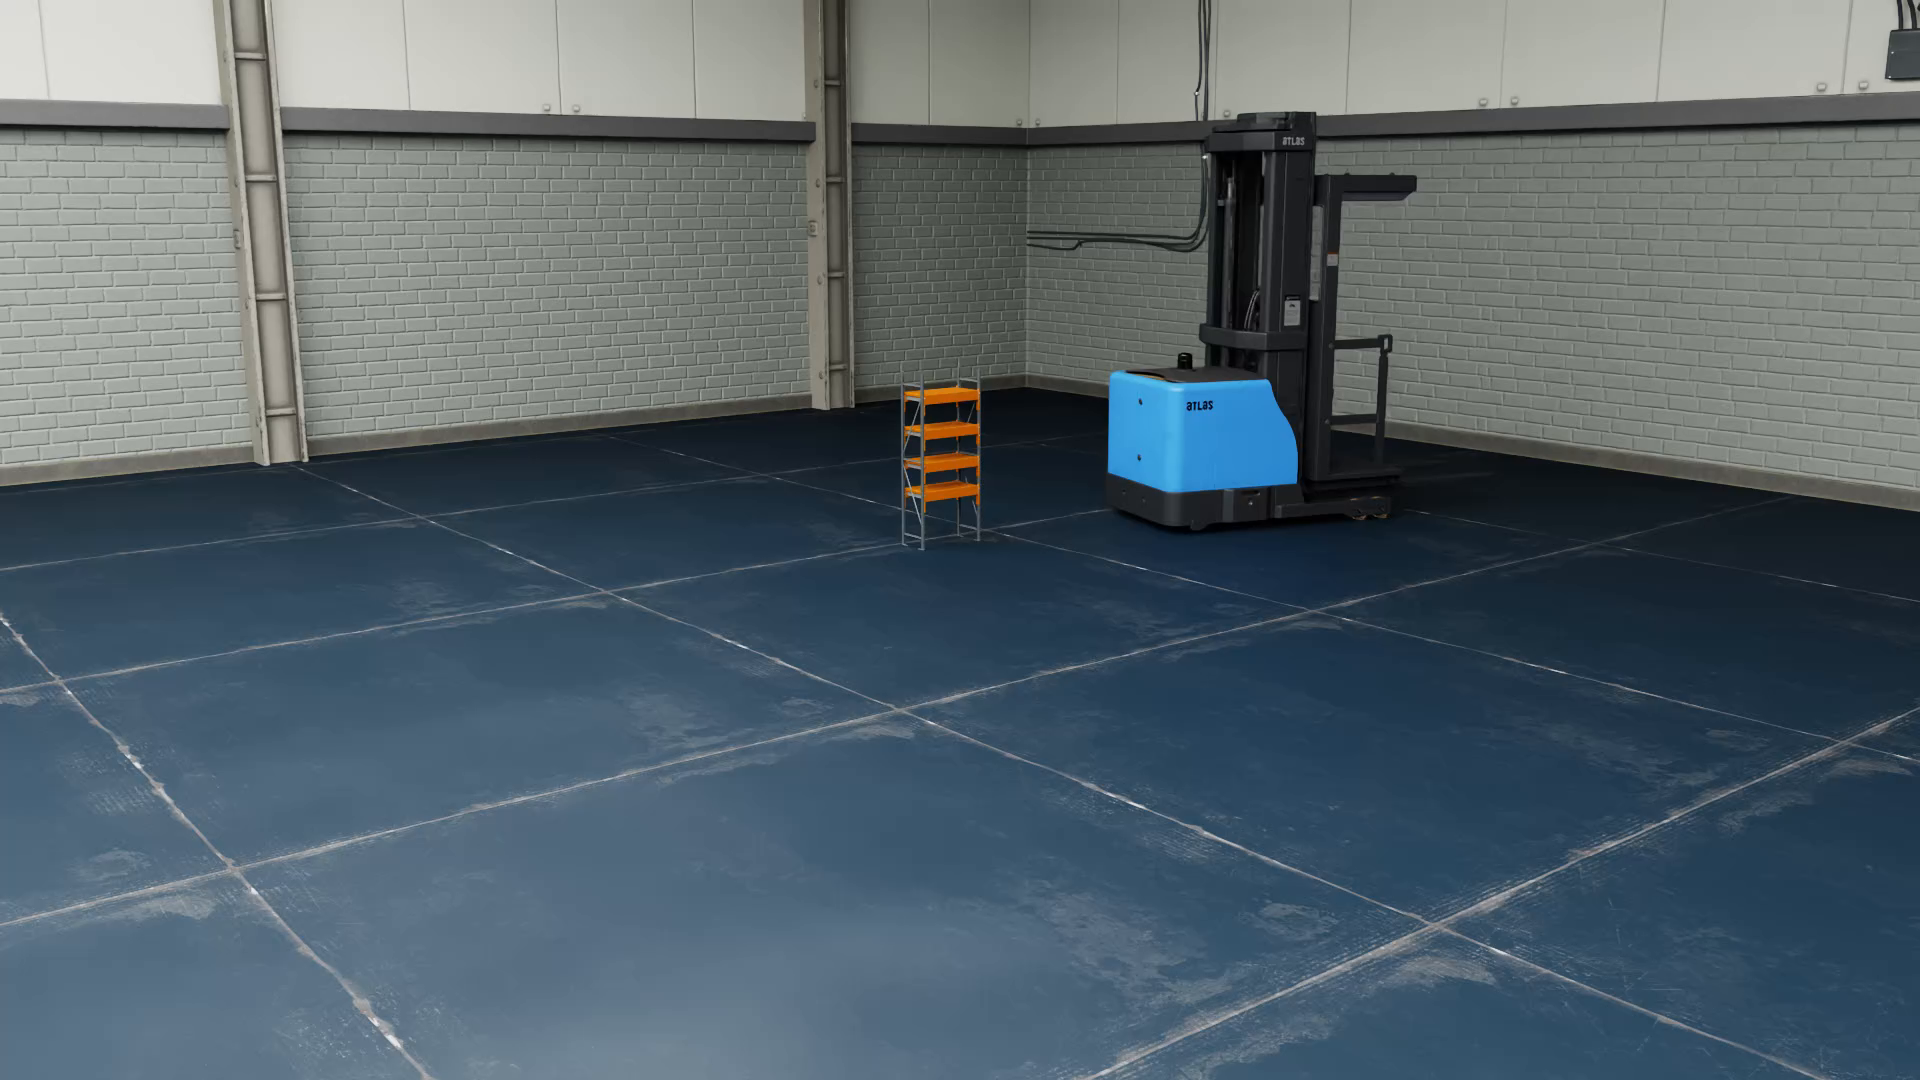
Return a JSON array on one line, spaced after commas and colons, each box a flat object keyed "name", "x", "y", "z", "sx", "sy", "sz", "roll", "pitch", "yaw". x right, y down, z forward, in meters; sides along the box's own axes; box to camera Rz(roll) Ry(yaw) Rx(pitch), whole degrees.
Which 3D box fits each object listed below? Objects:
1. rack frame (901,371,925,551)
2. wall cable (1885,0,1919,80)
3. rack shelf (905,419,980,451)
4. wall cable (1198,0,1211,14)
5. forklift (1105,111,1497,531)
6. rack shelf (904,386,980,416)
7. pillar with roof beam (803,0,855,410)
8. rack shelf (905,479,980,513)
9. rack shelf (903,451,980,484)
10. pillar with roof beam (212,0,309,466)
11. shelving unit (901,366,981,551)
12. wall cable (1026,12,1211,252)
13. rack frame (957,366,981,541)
[{"name": "rack frame", "x": -0.320, "y": -0.534, "z": 11.254, "sx": 0.015, "sy": 1.200, "sz": 0.240, "roll": -9, "pitch": 15, "yaw": -38}, {"name": "wall cable", "x": 7.621, "y": -6.179, "z": 10.877, "sx": 0.169, "sy": 6.003, "sz": 2.305, "roll": -9, "pitch": 15, "yaw": -38}, {"name": "rack shelf", "x": -0.129, "y": -0.718, "z": 11.371, "sx": 0.480, "sy": 0.148, "sz": 0.258, "roll": -9, "pitch": 15, "yaw": -38}, {"name": "wall cable", "x": 3.392, "y": -6.570, "z": 16.223, "sx": 0.112, "sy": 2.526, "sz": 3.097, "roll": -9, "pitch": 15, "yaw": -38}, {"name": "forklift", "x": 2.667, "y": -1.673, "z": 12.452, "sx": 3.031, "sy": 2.935, "sz": 1.130, "roll": -5, "pitch": 13, "yaw": -22}, {"name": "rack shelf", "x": -0.129, "y": -0.950, "z": 11.321, "sx": 0.480, "sy": 0.148, "sz": 0.258, "roll": -9, "pitch": 15, "yaw": -38}, {"name": "pillar with roof beam", "x": 1.265, "y": -5.191, "z": 14.413, "sx": 0.400, "sy": 9.000, "sz": 9.100, "roll": -9, "pitch": 15, "yaw": -38}, {"name": "rack shelf", "x": -0.129, "y": -0.305, "z": 11.458, "sx": 0.480, "sy": 0.148, "sz": 0.258, "roll": -9, "pitch": 15, "yaw": -38}, {"name": "rack shelf", "x": -0.129, "y": -0.500, "z": 11.417, "sx": 0.480, "sy": 0.148, "sz": 0.258, "roll": -9, "pitch": 15, "yaw": -38}, {"name": "pillar with roof beam", "x": -3.420, "y": -4.413, "z": 10.746, "sx": 0.400, "sy": 9.000, "sz": 9.100, "roll": -9, "pitch": 15, "yaw": -38}, {"name": "shelving unit", "x": -0.129, "y": -0.565, "z": 11.403, "sx": 0.503, "sy": 1.200, "sz": 0.258, "roll": -9, "pitch": 15, "yaw": -38}, {"name": "wall cable", "x": 1.702, "y": -4.539, "z": 18.814, "sx": 0.112, "sy": 2.526, "sz": 3.097, "roll": -9, "pitch": 15, "yaw": -38}, {"name": "rack frame", "x": 0.061, "y": -0.597, "z": 11.552, "sx": 0.015, "sy": 1.200, "sz": 0.240, "roll": -9, "pitch": 15, "yaw": -38}]
